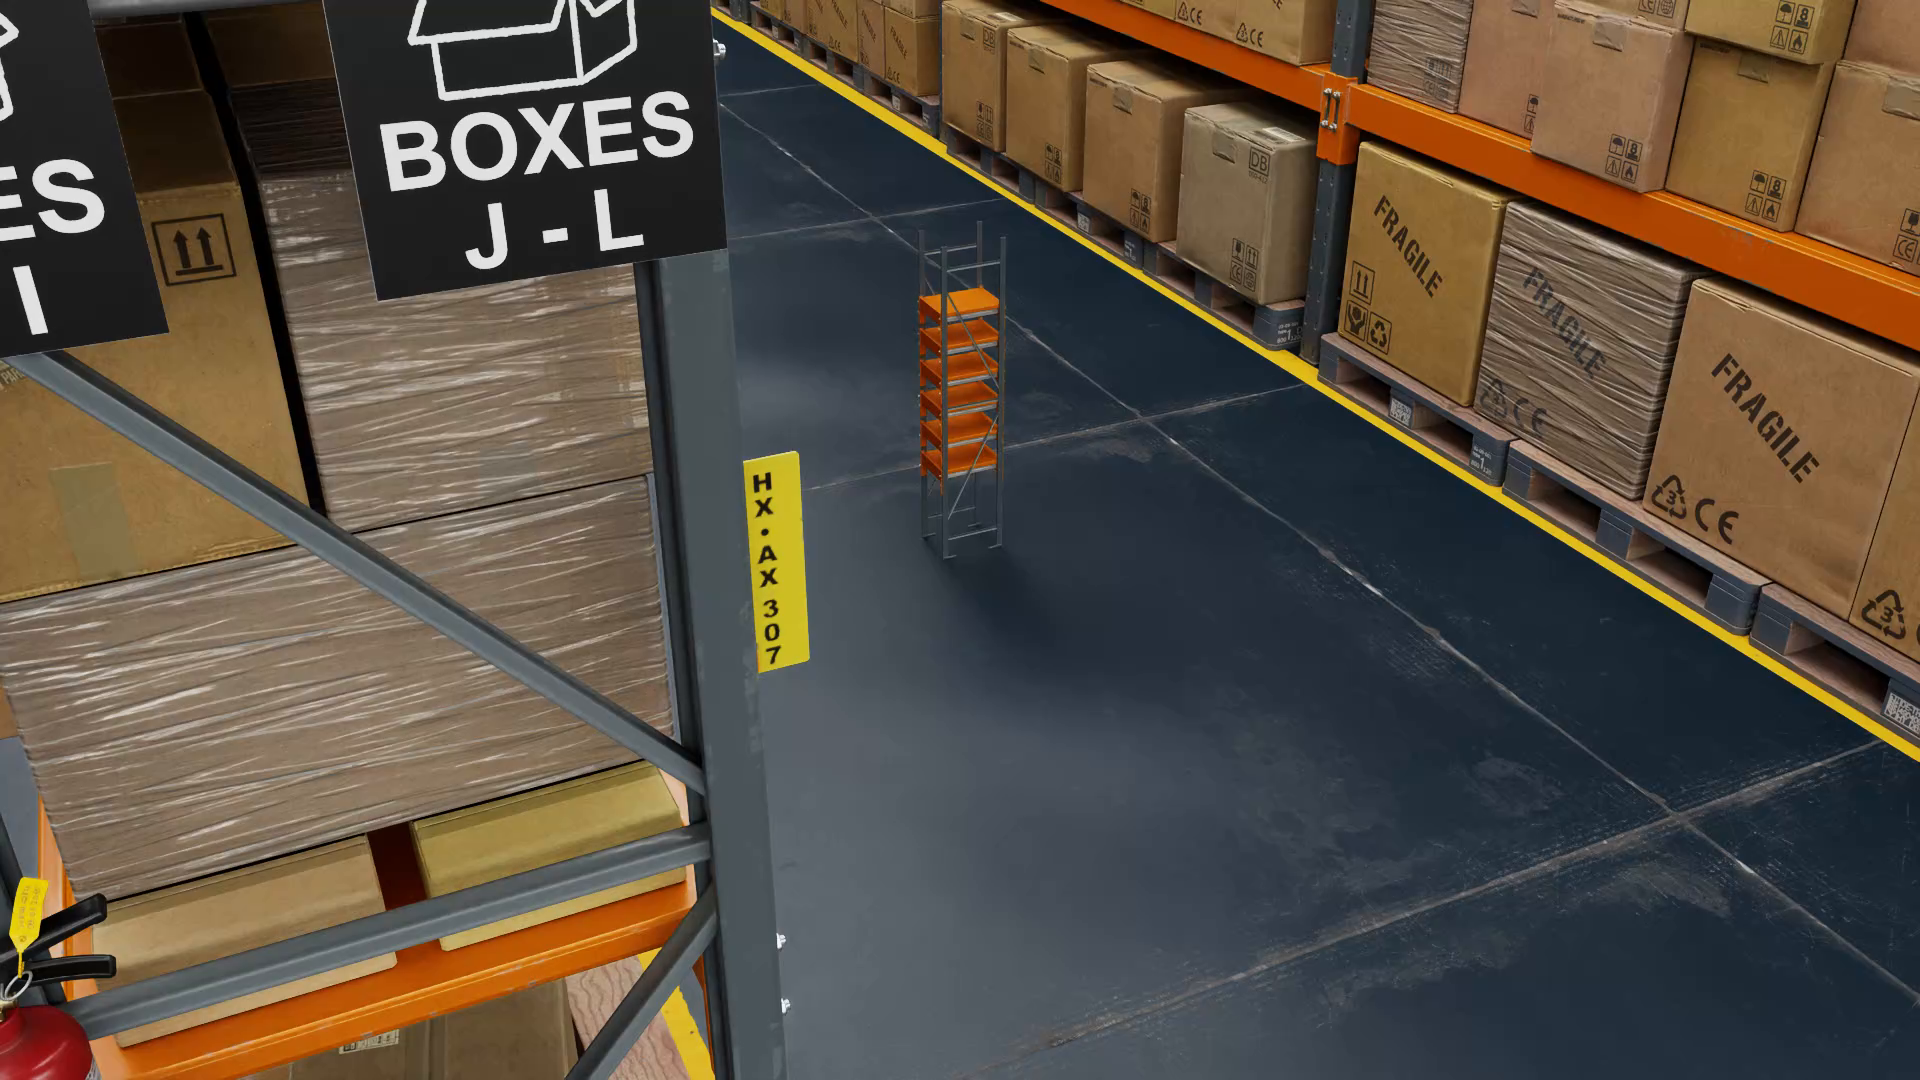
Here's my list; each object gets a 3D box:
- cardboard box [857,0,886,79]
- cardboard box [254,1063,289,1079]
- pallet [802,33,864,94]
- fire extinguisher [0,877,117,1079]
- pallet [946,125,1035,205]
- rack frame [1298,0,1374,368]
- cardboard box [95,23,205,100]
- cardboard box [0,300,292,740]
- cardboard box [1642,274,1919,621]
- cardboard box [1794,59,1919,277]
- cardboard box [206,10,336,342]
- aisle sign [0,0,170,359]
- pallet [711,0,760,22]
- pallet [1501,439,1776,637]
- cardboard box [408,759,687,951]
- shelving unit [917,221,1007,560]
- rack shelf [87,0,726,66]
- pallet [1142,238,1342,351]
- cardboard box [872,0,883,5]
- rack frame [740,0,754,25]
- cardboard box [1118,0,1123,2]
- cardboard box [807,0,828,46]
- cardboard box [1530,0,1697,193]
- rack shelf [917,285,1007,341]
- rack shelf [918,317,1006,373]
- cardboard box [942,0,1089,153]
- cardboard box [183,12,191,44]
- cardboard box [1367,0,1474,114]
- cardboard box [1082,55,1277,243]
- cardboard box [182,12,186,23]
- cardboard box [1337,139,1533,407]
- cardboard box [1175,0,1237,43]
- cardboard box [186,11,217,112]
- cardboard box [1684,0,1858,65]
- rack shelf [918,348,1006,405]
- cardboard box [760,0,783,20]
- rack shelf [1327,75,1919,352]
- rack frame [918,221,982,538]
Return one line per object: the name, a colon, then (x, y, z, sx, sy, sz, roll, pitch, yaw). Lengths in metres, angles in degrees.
cardboard box: (-0.396, -3.562, 11.661, 0.500, 0.500, 0.500, -12, 31, -20)
cardboard box: (-1.287, 0.899, 3.707, 0.500, 0.500, 0.500, -5, 30, -9)
pallet: (-0.512, -3.670, 12.580, 1.003, 0.211, 1.213, -13, 32, -22)
fire extinguisher: (-1.114, 0.709, 1.998, 0.296, 0.674, 0.183, -13, 32, -22)
pallet: (0.612, -2.423, 10.355, 1.003, 0.211, 1.213, -13, 32, -22)
rack frame: (2.059, -2.236, 7.171, 1.000, 3.000, 0.127, -13, 32, -22)
cardboard box: (-1.426, -0.493, 2.633, 0.500, 0.500, 0.500, -13, 32, -22)
cardboard box: (-1.281, -0.090, 2.937, 0.875, 0.500, 0.500, -13, 32, -22)
cardboard box: (3.046, -0.399, 5.639, 0.875, 0.875, 0.875, -14, 32, -23)
cardboard box: (3.193, -1.201, 5.172, 0.875, 0.550, 0.550, -13, 32, -22)
cardboard box: (-0.945, -0.604, 2.832, 0.500, 0.500, 0.500, -13, 32, -22)
aisle sign: (-0.991, -0.516, 1.445, 0.394, 0.787, 0.004, -13, 32, -22)
pallet: (-1.696, -4.843, 14.671, 1.003, 0.211, 1.213, -13, 32, -22)
pallet: (2.843, -0.128, 6.262, 1.003, 0.211, 1.213, -13, 32, -22)
cardboard box: (-0.654, 0.461, 2.617, 0.380, 0.149, 0.250, -13, 32, -22)
shelving unit: (0.006, -0.517, 5.945, 0.258, 1.200, 0.189, -13, 32, -22)
rack shelf: (-1.605, -1.350, 3.260, 1.077, 0.370, 4.000, -13, 32, -22)
pallet: (1.660, -1.345, 8.432, 1.003, 0.211, 1.213, -13, 32, -22)
cardboard box: (-0.415, -3.891, 11.481, 0.500, 0.250, 0.500, -13, 32, -21)
rack frame: (-1.375, -5.770, 13.473, 1.000, 3.000, 0.127, -13, 32, -22)
cardboard box: (0.940, -3.124, 8.652, 0.500, 0.500, 0.500, -13, 32, -22)
cardboard box: (-0.832, -4.019, 12.476, 0.500, 0.500, 0.500, -13, 32, -21)
cardboard box: (2.610, -1.640, 5.954, 0.875, 0.550, 0.550, -13, 32, -22)
rack shelf: (0.006, -0.792, 5.791, 0.258, 0.103, 0.180, -13, 32, -22)
rack shelf: (0.006, -0.688, 5.849, 0.258, 0.103, 0.180, -13, 32, -22)
cardboard box: (0.522, -2.917, 10.256, 1.050, 0.750, 0.750, -14, 32, -23)
cardboard box: (-1.806, -1.487, 4.407, 0.500, 0.500, 0.500, -13, 32, -22)
cardboard box: (2.228, -2.141, 6.848, 0.875, 0.550, 0.550, -13, 32, -22)
cardboard box: (1.301, -2.120, 8.835, 1.050, 0.750, 0.750, -13, 32, -22)
cardboard box: (-1.845, -0.936, 3.425, 0.500, 0.500, 0.500, -13, 32, -22)
cardboard box: (2.266, -1.200, 7.066, 0.875, 0.875, 0.875, -13, 32, -21)
cardboard box: (1.377, -2.677, 7.855, 0.500, 0.500, 0.500, -13, 32, -23)
cardboard box: (-1.381, -1.044, 3.617, 0.500, 0.500, 0.500, -13, 32, -22)
cardboard box: (2.870, -1.884, 5.285, 0.875, 0.550, 0.500, -13, 32, -22)
rack shelf: (0.006, -0.583, 5.908, 0.258, 0.103, 0.180, -13, 32, -22)
cardboard box: (-1.298, -4.481, 13.300, 0.500, 0.500, 0.500, -12, 31, -20)
rack shelf: (2.918, -1.039, 5.771, 1.077, 0.370, 4.000, -13, 32, -22)
rack frame: (-0.033, -0.557, 6.017, 0.240, 1.200, 0.006, -13, 32, -22)
